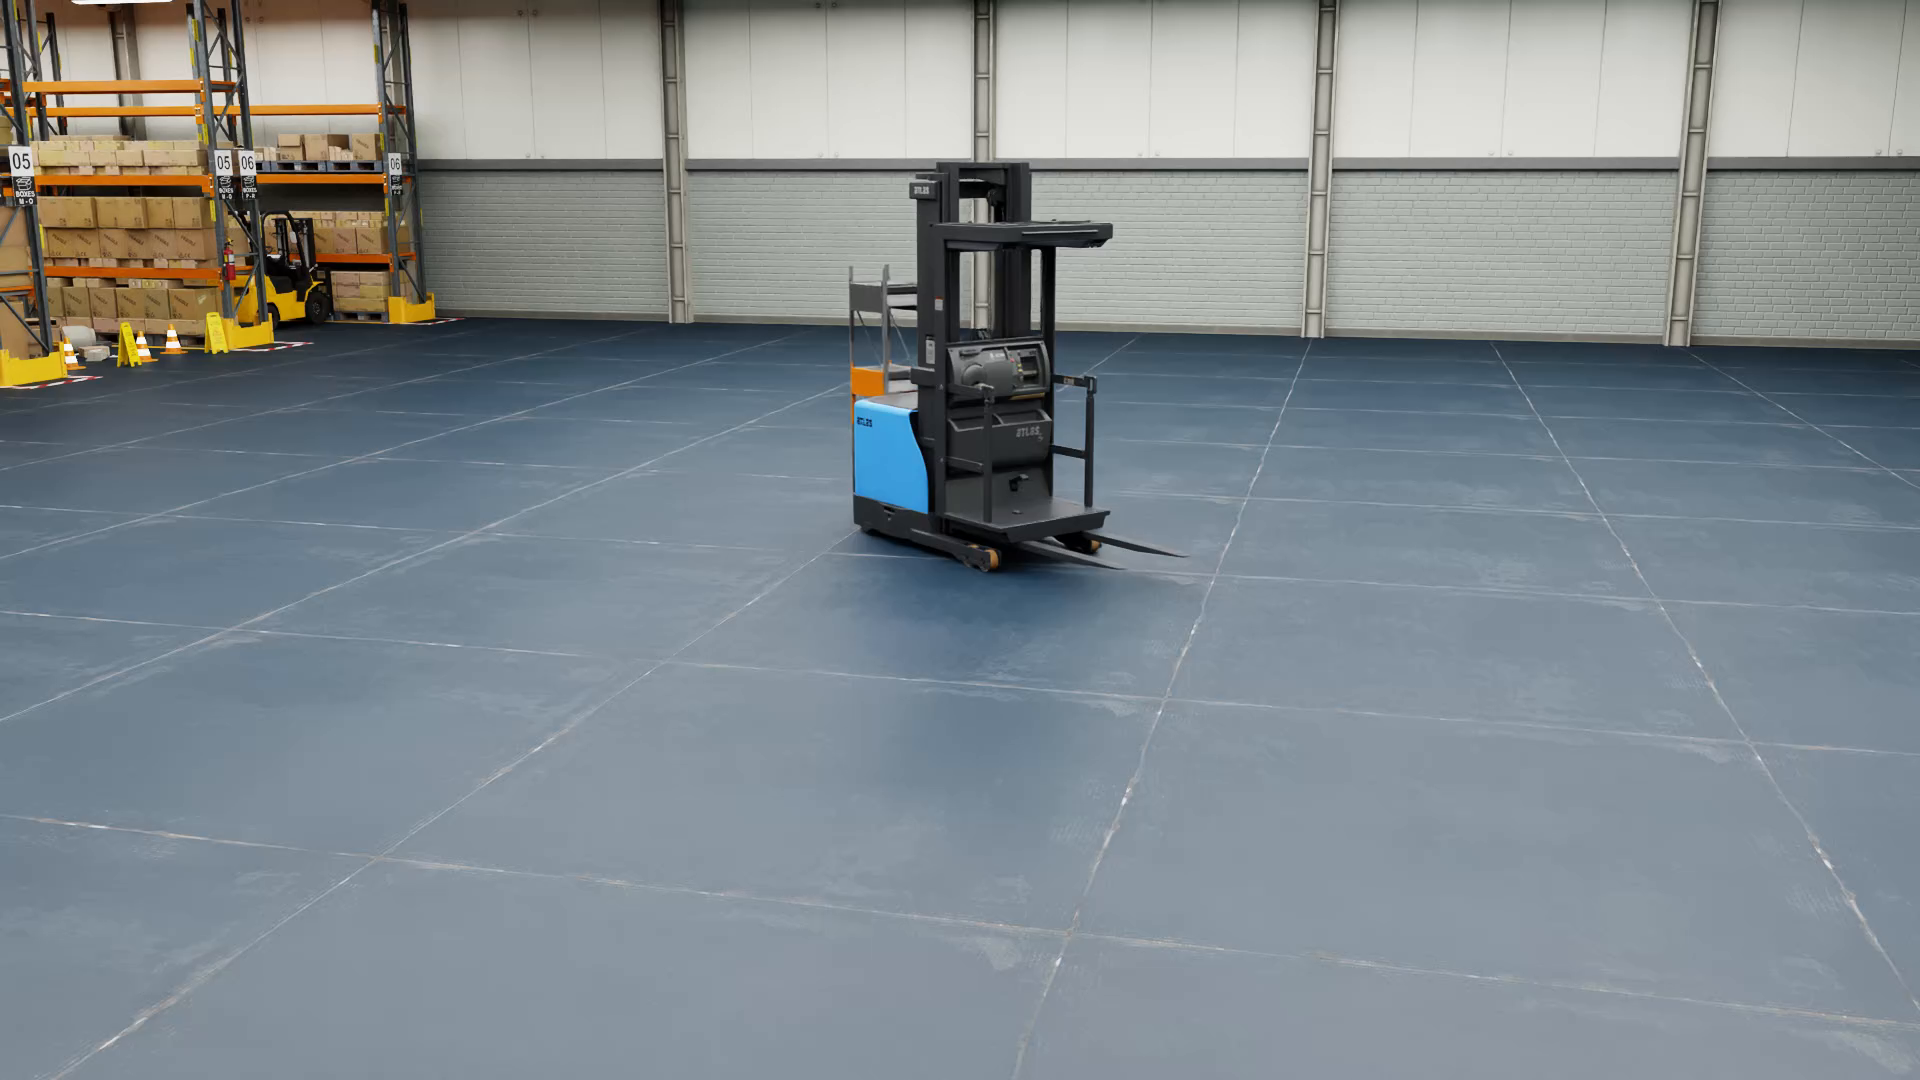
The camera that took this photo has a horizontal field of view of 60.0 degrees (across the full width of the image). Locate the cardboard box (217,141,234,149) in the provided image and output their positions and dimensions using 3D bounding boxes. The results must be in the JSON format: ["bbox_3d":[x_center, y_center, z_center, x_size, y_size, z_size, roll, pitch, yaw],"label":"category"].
[{"bbox_3d":[-12.247,-6.521,27.513,0.250,0.149,0.380,3,13,13],"label":"cardboard box"}]

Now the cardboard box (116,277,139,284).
[{"bbox_3d":[-16.640,-5.131,33.948,0.625,0.625,0.875,3,13,11],"label":"cardboard box"}]

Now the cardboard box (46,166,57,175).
[{"bbox_3d":[-15.083,-6.195,27.886,0.250,0.149,0.380,3,13,14],"label":"cardboard box"}]

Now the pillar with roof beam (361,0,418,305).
[{"bbox_3d":[-12.257,-8.022,28.613,0.548,9.000,9.100,3,13,14],"label":"pillar with roof beam"}]

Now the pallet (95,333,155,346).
[{"bbox_3d":[-13.986,-3.484,28.451,1.213,0.211,1.003,3,13,14],"label":"pallet"}]

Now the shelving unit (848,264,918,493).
[{"bbox_3d":[-0.608,-1.230,13.921,0.431,2.100,0.503,-9,15,-36],"label":"shelving unit"}]

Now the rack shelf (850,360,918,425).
[{"bbox_3d":[-0.608,-1.217,13.924,0.431,0.518,0.480,-9,15,-36],"label":"rack shelf"}]

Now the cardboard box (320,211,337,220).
[{"bbox_3d":[-12.175,-6.290,32.245,0.250,0.149,0.380,3,13,15],"label":"cardboard box"}]

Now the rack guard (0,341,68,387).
[{"bbox_3d":[-13.016,-2.461,23.170,0.348,0.500,1.175,3,13,14],"label":"rack guard"}]

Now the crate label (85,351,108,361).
[{"bbox_3d":[-13.392,-2.859,25.802,0.298,0.136,0.250,-4,13,-16],"label":"crate label"}]

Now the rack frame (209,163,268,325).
[{"bbox_3d":[-11.951,-4.728,27.620,0.127,3.000,1.000,3,13,14],"label":"rack frame"}]

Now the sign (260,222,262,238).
[{"bbox_3d":[-11.821,-5.265,28.041,0.005,0.325,0.100,3,13,14],"label":"sign"}]

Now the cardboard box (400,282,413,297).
[{"bbox_3d":[-11.172,-4.947,32.831,0.500,0.250,0.500,3,13,15],"label":"cardboard box"}]

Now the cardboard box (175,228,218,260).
[{"bbox_3d":[-12.544,-4.893,27.443,0.500,0.500,0.500,3,13,13],"label":"cardboard box"}]

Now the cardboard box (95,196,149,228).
[{"bbox_3d":[-13.960,-5.479,27.777,0.500,0.500,0.700,3,13,13],"label":"cardboard box"}]

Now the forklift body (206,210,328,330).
[{"bbox_3d":[-13.044,-5.073,31.132,1.214,2.155,2.313,3,13,14],"label":"forklift body"}]

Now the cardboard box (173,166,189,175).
[{"bbox_3d":[-12.614,-6.036,27.168,0.250,0.149,0.380,3,13,14],"label":"cardboard box"}]

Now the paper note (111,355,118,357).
[{"bbox_3d":[-13.346,-2.909,26.276,0.142,0.019,0.148,-1,13,-6],"label":"paper note"}]

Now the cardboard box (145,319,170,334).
[{"bbox_3d":[-13.301,-3.605,27.936,0.500,0.250,0.500,3,13,14],"label":"cardboard box"}]

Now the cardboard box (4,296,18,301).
[{"bbox_3d":[-19.478,-5.177,34.445,0.500,0.500,0.500,3,13,13],"label":"cardboard box"}]

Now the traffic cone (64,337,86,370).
[{"bbox_3d":[-13.214,-2.770,24.650,0.334,0.463,0.336,3,13,14],"label":"traffic cone"}]

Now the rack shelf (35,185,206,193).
[{"bbox_3d":[-16.591,-7.197,33.483,4.000,0.370,1.077,3,13,14],"label":"rack shelf"}]

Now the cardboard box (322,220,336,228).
[{"bbox_3d":[-12.170,-6.149,32.297,0.250,0.149,0.380,3,13,12],"label":"cardboard box"}]

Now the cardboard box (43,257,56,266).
[{"bbox_3d":[-15.348,-4.727,28.196,0.250,0.149,0.380,3,13,15],"label":"cardboard box"}]

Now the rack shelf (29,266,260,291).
[{"bbox_3d":[-13.893,-4.481,28.166,4.000,0.370,1.077,3,13,14],"label":"rack shelf"}]

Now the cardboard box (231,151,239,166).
[{"bbox_3d":[-12.376,-6.347,27.650,0.500,0.250,0.500,3,13,13],"label":"cardboard box"}]

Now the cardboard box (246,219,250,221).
[{"bbox_3d":[-13.891,-6.253,32.763,0.250,0.149,0.380,3,13,13],"label":"cardboard box"}]

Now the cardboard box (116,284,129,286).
[{"bbox_3d":[-14.206,-4.138,28.608,0.500,0.500,0.500,4,13,17],"label":"cardboard box"}]

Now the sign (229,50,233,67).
[{"bbox_3d":[-14.492,-9.557,33.014,0.005,0.325,0.100,3,13,14],"label":"sign"}]

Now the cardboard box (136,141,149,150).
[{"bbox_3d":[-13.313,-6.484,27.347,0.250,0.149,0.380,3,13,14],"label":"cardboard box"}]

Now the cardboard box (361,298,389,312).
[{"bbox_3d":[-11.297,-4.593,32.389,0.500,0.250,0.500,3,13,14],"label":"cardboard box"}]

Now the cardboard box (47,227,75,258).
[{"bbox_3d":[-14.981,-5.027,28.051,0.500,0.500,0.500,3,13,13],"label":"cardboard box"}]

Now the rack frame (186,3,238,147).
[{"bbox_3d":[-14.649,-8.909,32.612,0.127,3.000,1.000,3,13,14],"label":"rack frame"}]

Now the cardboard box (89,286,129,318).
[{"bbox_3d":[-14.301,-4.025,28.096,0.500,0.500,0.500,4,13,16],"label":"cardboard box"}]

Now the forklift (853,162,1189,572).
[{"bbox_3d":[0.430,-1.320,12.415,1.130,2.935,3.031,-9,16,-37],"label":"forklift"}]

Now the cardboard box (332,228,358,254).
[{"bbox_3d":[-11.808,-5.820,32.312,0.500,0.500,0.500,3,13,15],"label":"cardboard box"}]

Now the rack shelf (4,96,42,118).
[{"bbox_3d":[-17.776,-7.422,28.495,4.000,0.370,1.077,3,13,14],"label":"rack shelf"}]

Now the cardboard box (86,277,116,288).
[{"bbox_3d":[-14.458,-4.335,27.998,0.250,0.149,0.380,4,13,17],"label":"cardboard box"}]

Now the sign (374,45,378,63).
[{"bbox_3d":[-10.909,-9.082,31.056,0.005,0.325,0.100,3,13,14],"label":"sign"}]

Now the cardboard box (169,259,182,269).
[{"bbox_3d":[-12.882,-4.588,27.567,0.250,0.149,0.380,3,13,13],"label":"cardboard box"}]

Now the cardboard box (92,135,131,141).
[{"bbox_3d":[-16.899,-7.813,33.167,0.500,0.500,0.500,3,13,15],"label":"cardboard box"}]

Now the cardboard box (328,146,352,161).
[{"bbox_3d":[-11.889,-7.417,31.925,0.258,0.266,0.396,3,13,14],"label":"cardboard box"}]

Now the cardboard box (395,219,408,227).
[{"bbox_3d":[-11.033,-6.210,32.570,0.250,0.149,0.380,3,13,12],"label":"cardboard box"}]

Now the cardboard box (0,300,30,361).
[{"bbox_3d":[-13.713,-2.871,23.186,0.875,0.875,0.875,3,13,14],"label":"cardboard box"}]

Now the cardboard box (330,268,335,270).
[{"bbox_3d":[-12.652,-5.269,33.129,0.500,0.250,0.500,3,13,12],"label":"cardboard box"}]

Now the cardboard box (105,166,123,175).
[{"bbox_3d":[-13.866,-6.100,27.458,0.250,0.149,0.380,3,13,13],"label":"cardboard box"}]

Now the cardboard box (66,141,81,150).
[{"bbox_3d":[-14.592,-6.538,27.589,0.250,0.149,0.380,3,13,12],"label":"cardboard box"}]

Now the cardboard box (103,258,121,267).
[{"bbox_3d":[-14.115,-4.654,27.865,0.250,0.149,0.380,3,13,13],"label":"cardboard box"}]

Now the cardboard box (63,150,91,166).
[{"bbox_3d":[-14.487,-6.338,27.612,0.500,0.250,0.500,3,13,14],"label":"cardboard box"}]

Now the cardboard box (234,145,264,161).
[{"bbox_3d":[-13.900,-7.560,32.465,0.500,0.311,0.500,3,13,15],"label":"cardboard box"}]

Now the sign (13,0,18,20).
[{"bbox_3d":[-12.900,-7.261,22.662,0.005,0.325,0.100,3,13,14],"label":"sign"}]

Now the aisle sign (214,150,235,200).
[{"bbox_3d":[-11.961,-5.933,27.050,0.004,0.787,0.394,3,13,14],"label":"aisle sign"}]

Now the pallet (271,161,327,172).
[{"bbox_3d":[-12.634,-7.299,32.484,1.213,0.211,1.003,3,13,14],"label":"pallet"}]

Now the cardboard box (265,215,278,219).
[{"bbox_3d":[-13.402,-6.363,32.573,0.250,0.149,0.380,3,13,13],"label":"cardboard box"}]

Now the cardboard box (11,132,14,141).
[{"bbox_3d":[-16.428,-6.779,28.163,0.500,0.250,0.500,3,13,15],"label":"cardboard box"}]
